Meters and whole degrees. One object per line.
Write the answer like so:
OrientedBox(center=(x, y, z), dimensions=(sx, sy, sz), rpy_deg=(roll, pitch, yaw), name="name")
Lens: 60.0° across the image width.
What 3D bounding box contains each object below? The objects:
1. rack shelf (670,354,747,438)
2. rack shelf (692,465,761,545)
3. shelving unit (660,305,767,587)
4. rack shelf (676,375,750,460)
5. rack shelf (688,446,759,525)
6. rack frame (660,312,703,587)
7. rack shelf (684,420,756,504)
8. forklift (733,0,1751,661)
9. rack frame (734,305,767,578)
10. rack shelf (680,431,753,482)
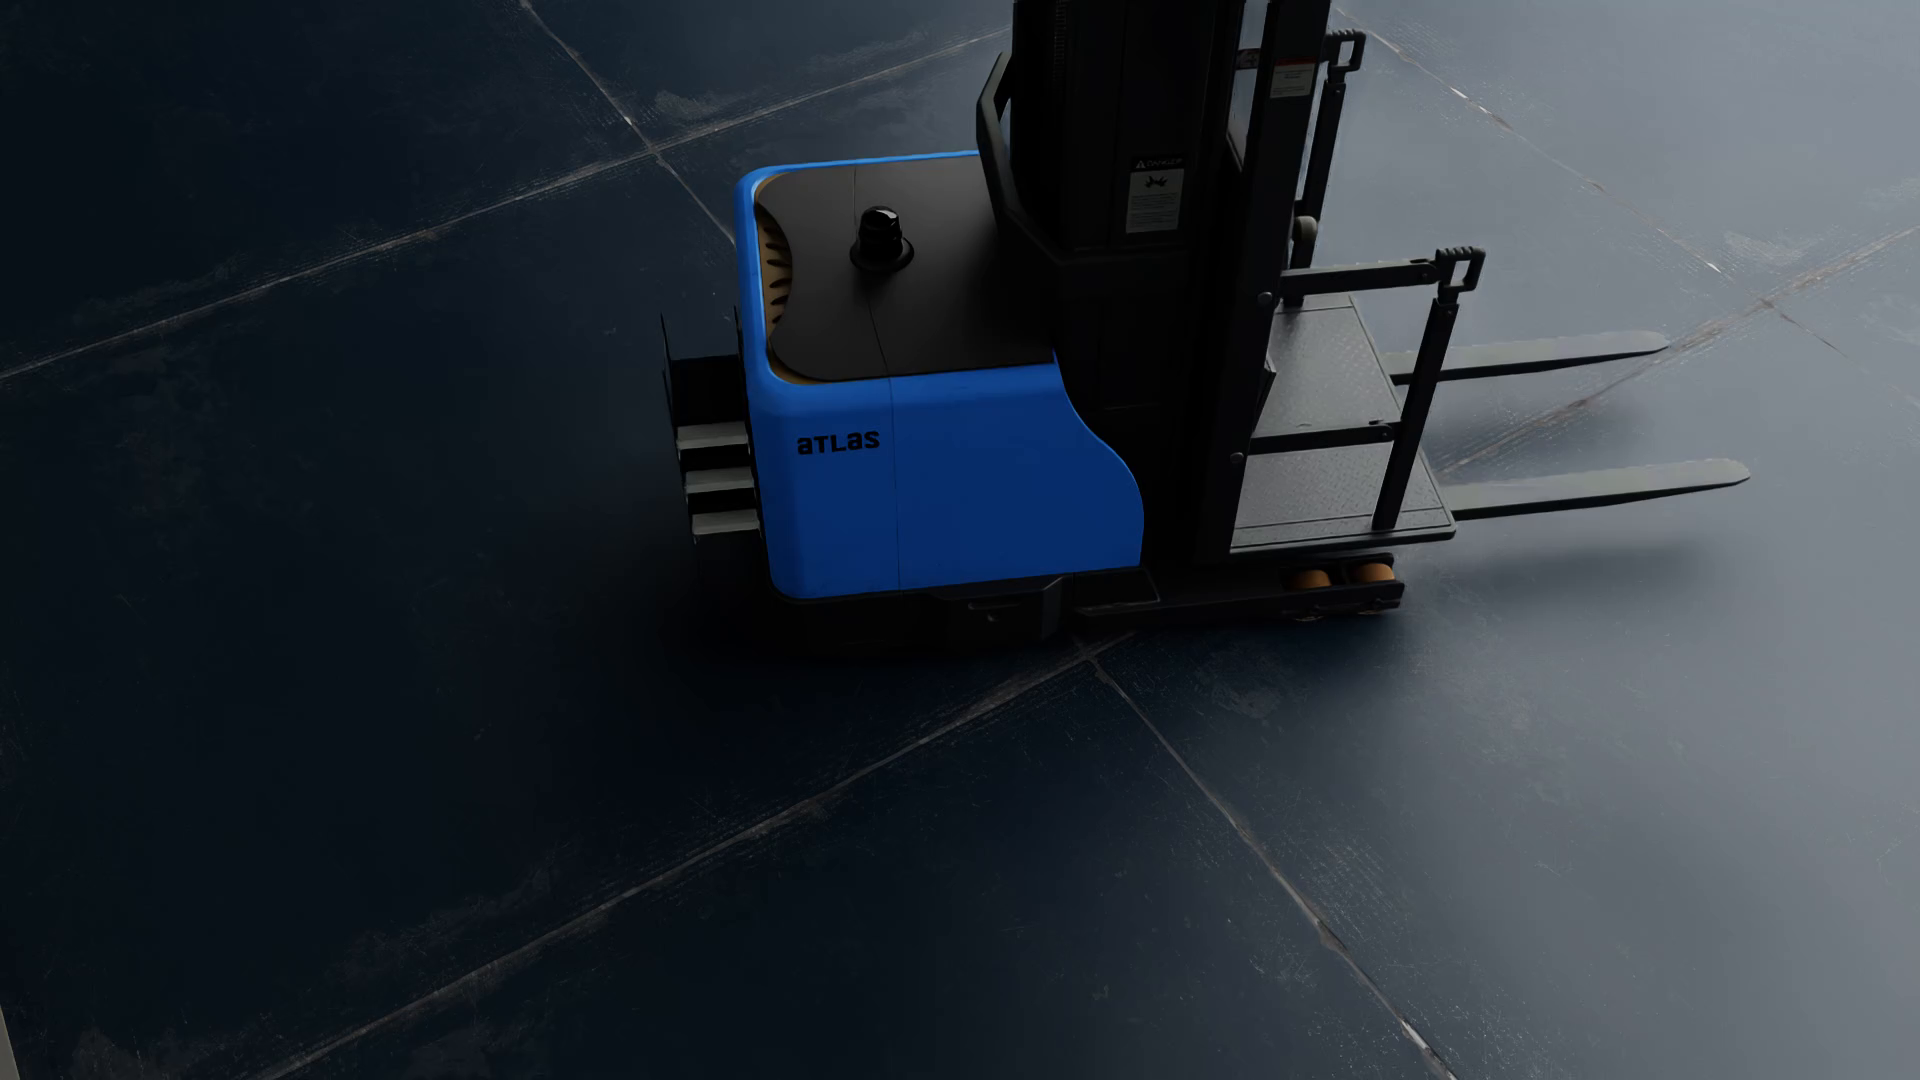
OrientedBox(center=(-0.711, -0.412, 4.697), dimensions=(0.200, 0.077, 0.258), rpy_deg=(-6, 49, -5), name="rack shelf")
OrientedBox(center=(-0.711, -0.112, 5.033), dimensions=(0.200, 0.077, 0.258), rpy_deg=(-6, 49, -5), name="rack shelf")
OrientedBox(center=(-0.711, -0.254, 4.874), dimensions=(0.210, 0.900, 0.258), rpy_deg=(-6, 49, -5), name="shelving unit")
OrientedBox(center=(-0.711, -0.352, 4.764), dimensions=(0.200, 0.077, 0.258), rpy_deg=(-6, 49, -5), name="rack shelf")
OrientedBox(center=(-0.711, -0.172, 4.966), dimensions=(0.200, 0.077, 0.258), rpy_deg=(-6, 49, -5), name="rack shelf")
OrientedBox(center=(-0.812, -0.244, 4.865), dimensions=(0.006, 0.900, 0.240), rpy_deg=(-6, 49, -5), name="rack frame")
OrientedBox(center=(-0.711, -0.232, 4.899), dimensions=(0.200, 0.077, 0.258), rpy_deg=(-6, 49, -5), name="rack shelf")
OrientedBox(center=(0.896, -1.117, 4.282), dimensions=(3.031, 2.935, 1.130), rpy_deg=(-6, 49, -5), name="forklift")
OrientedBox(center=(-0.610, -0.264, 4.883), dimensions=(0.006, 0.900, 0.240), rpy_deg=(-6, 49, -5), name="rack frame")
OrientedBox(center=(-0.711, -0.292, 4.832), dimensions=(0.200, 0.077, 0.258), rpy_deg=(-6, 49, -5), name="rack shelf")
